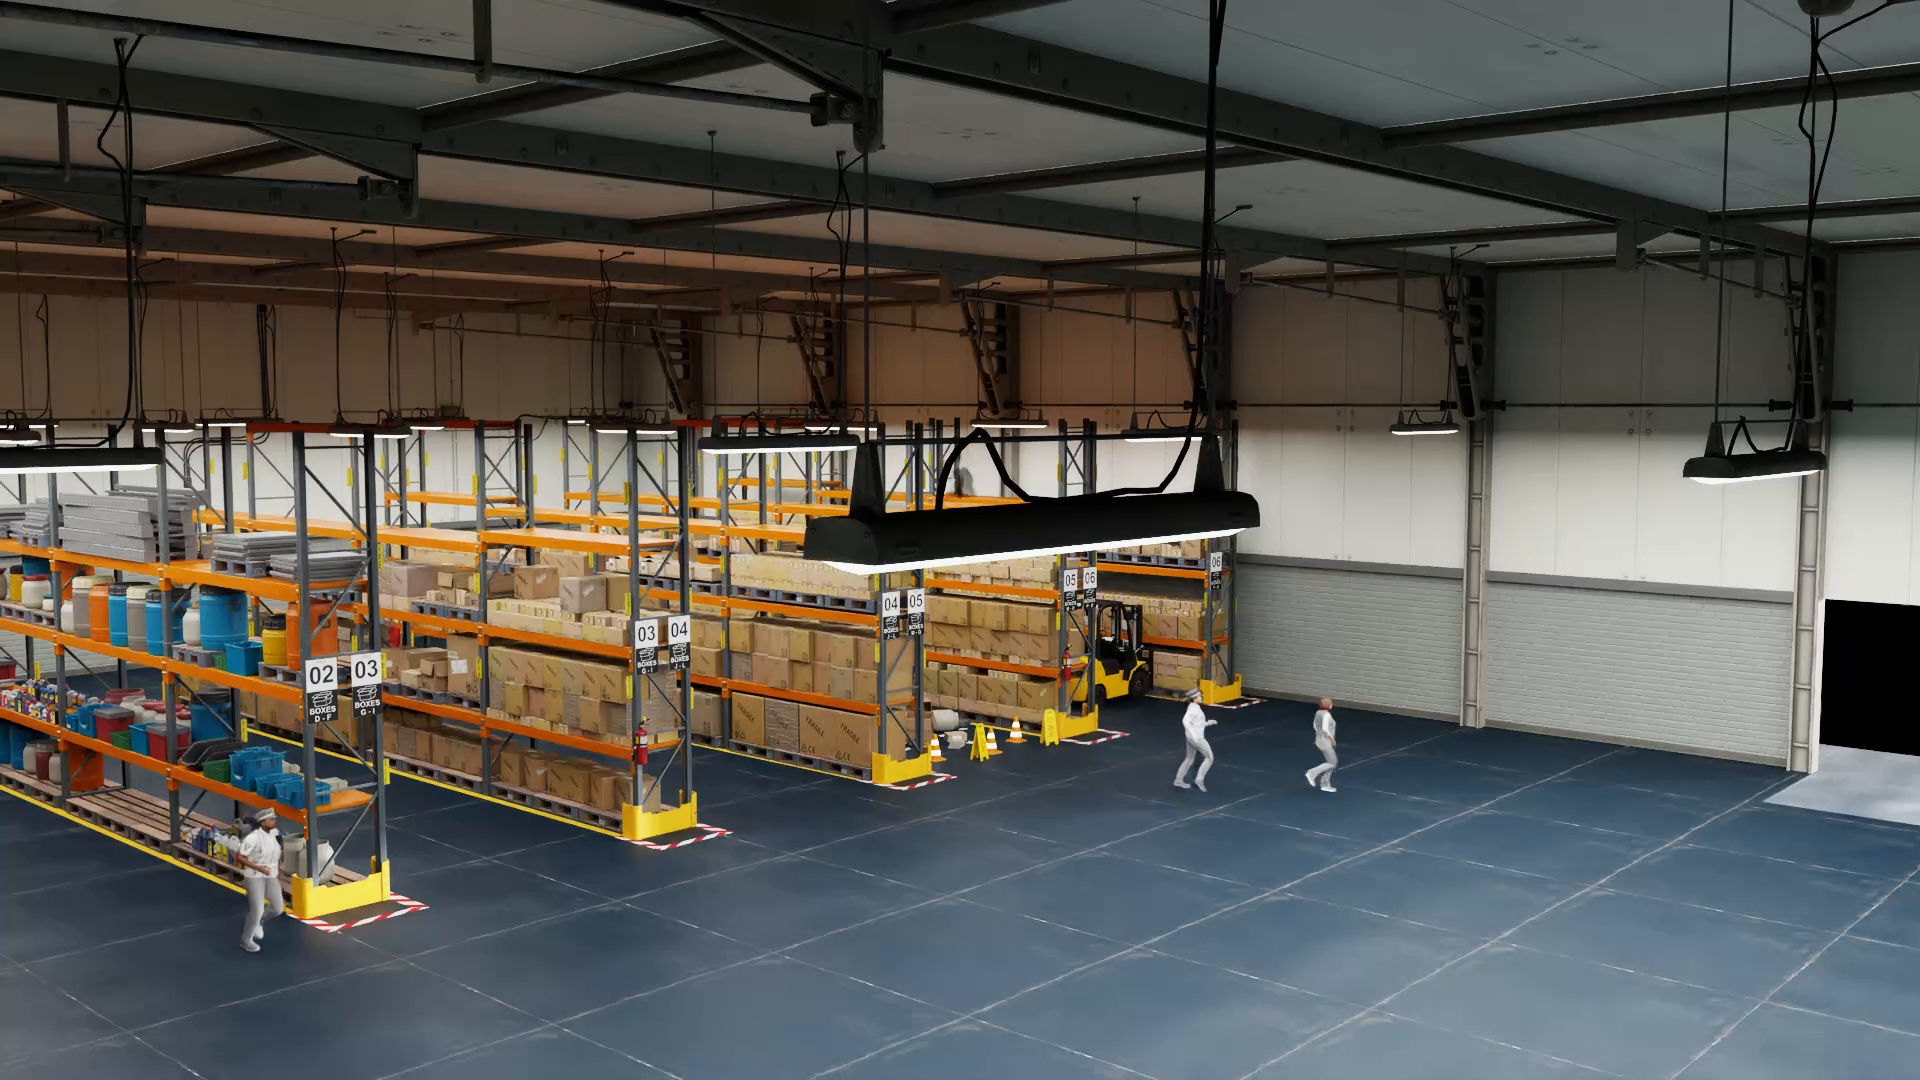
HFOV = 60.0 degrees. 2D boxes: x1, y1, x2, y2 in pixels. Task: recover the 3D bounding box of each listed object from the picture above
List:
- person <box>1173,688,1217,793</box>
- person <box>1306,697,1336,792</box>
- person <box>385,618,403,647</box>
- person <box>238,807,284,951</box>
[{"bbox_3d":[3.854,3.269,27.186,0.708,1.727,0.580,-1,5,-7],"label":"person"},{"bbox_3d":[5.896,3.343,27.146,0.552,1.569,0.549,-1,5,-6],"label":"person"},{"bbox_3d":[-12.331,2.544,36.002,0.673,1.775,0.907,-4,6,-39],"label":"person"},{"bbox_3d":[-8.134,3.939,19.465,0.529,1.623,0.580,3,5,30],"label":"person"}]
